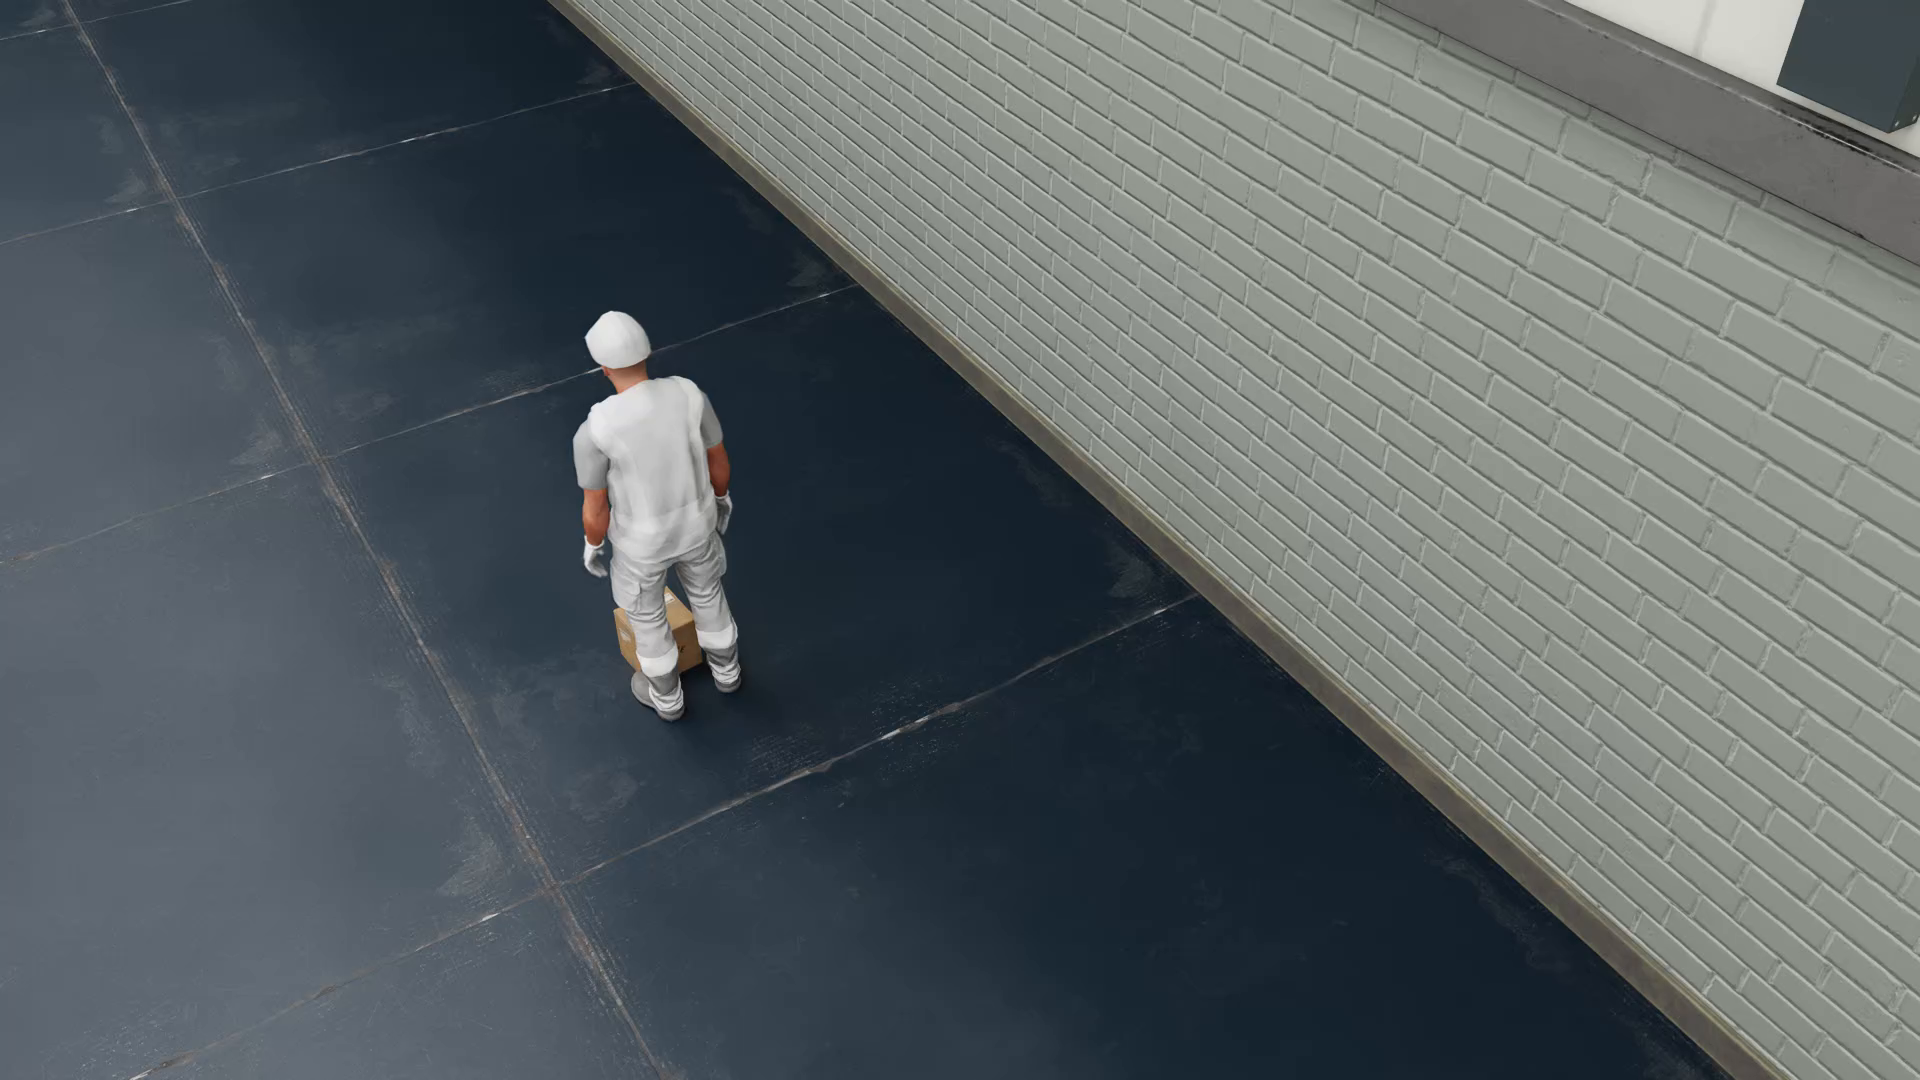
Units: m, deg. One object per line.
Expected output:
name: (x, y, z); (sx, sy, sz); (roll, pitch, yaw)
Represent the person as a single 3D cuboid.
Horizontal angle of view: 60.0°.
person: (-1.124, -0.060, 6.217); (0.609, 1.779, 0.454); (-23, 45, -24)
